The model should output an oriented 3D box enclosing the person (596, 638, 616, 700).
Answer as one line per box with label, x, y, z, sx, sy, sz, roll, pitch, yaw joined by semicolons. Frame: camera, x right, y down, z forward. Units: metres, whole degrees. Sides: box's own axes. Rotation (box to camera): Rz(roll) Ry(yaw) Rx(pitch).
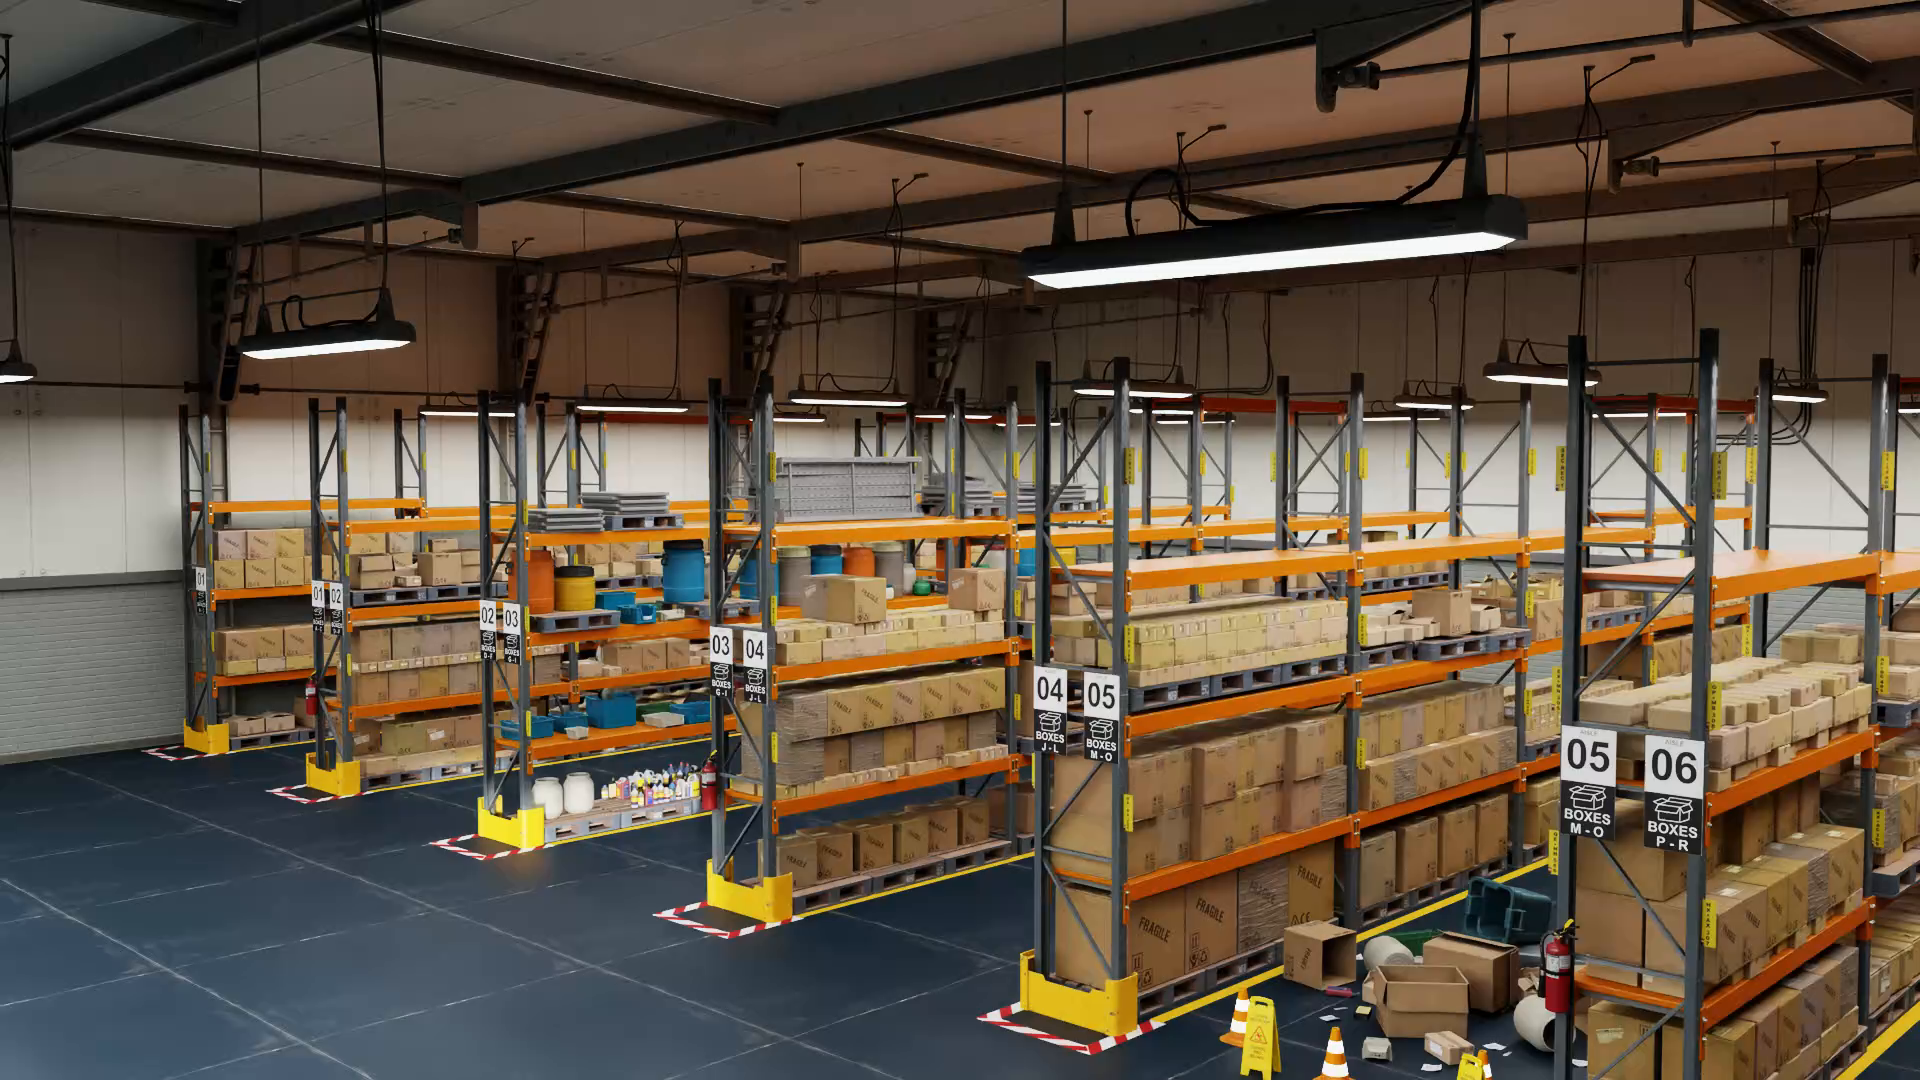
person;-6.587;2.633;31.526;0.681;1.769;1.126;2;4;37
